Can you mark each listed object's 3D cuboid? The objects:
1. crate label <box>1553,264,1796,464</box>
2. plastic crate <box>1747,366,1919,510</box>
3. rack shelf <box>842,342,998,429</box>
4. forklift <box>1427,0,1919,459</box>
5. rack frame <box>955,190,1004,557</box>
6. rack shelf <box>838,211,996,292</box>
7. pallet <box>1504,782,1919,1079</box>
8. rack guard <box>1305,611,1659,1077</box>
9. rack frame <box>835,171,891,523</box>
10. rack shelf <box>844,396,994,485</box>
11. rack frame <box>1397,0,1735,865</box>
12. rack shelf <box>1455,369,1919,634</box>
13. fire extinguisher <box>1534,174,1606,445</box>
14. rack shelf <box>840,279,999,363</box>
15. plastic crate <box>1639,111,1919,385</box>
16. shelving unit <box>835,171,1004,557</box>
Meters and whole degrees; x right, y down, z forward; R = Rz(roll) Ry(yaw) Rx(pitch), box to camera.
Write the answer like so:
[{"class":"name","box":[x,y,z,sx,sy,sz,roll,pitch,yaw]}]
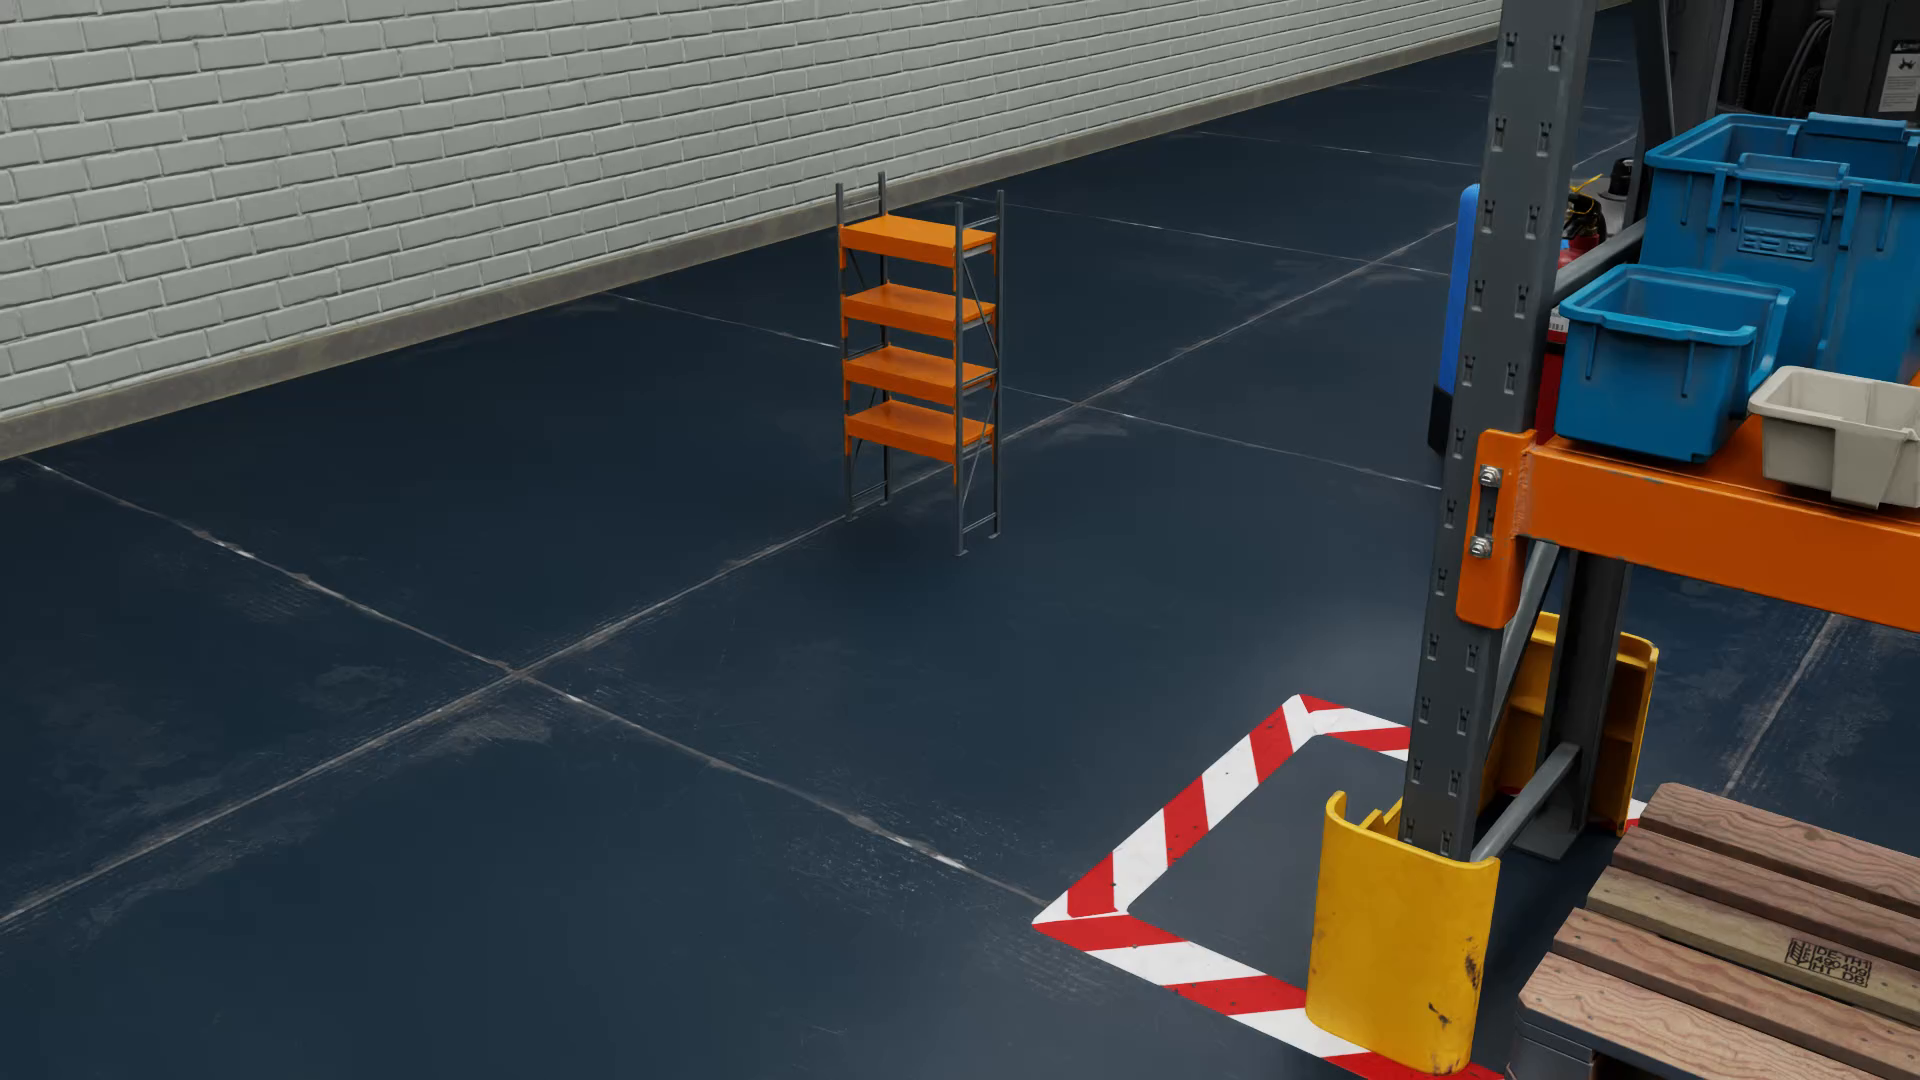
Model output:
[{"class":"crate label","box":[1.215,-0.304,2.853,0.303,0.233,0.416,17,29,33]},{"class":"plastic crate","box":[1.422,-0.156,2.636,0.298,0.136,0.250,17,29,33]},{"class":"rack shelf","box":[-0.132,-0.528,5.626,0.480,0.148,0.258,17,29,33]},{"class":"forklift","box":[3.362,-1.559,5.654,3.031,2.935,1.130,-3,24,-8]},{"class":"rack frame","box":[0.063,-0.530,5.465,0.015,1.200,0.240,17,29,33]},{"class":"rack shelf","box":[-0.132,-0.949,5.440,0.480,0.148,0.258,17,29,33]},{"class":"pallet","box":[1.852,0.969,3.289,1.213,0.211,1.003,17,29,33]},{"class":"rack guard","box":[1.188,0.623,3.716,0.348,0.500,1.175,17,29,33]},{"class":"rack frame","box":[-0.328,-0.648,5.733,0.015,1.200,0.240,17,29,33]},{"class":"rack shelf","box":[-0.132,-0.346,5.706,0.480,0.148,0.258,17,29,33]},{"class":"rack frame","box":[1.215,-0.519,3.208,0.127,3.000,1.000,17,29,33]},{"class":"rack shelf","box":[2.815,0.294,2.256,4.000,0.370,1.077,17,29,33]},{"class":"fire extinguisher","box":[1.367,-0.496,3.715,0.183,0.674,0.296,17,29,33]},{"class":"rack shelf","box":[-0.132,-0.732,5.536,0.480,0.148,0.258,17,29,33]},{"class":"plastic crate","box":[1.595,-0.542,3.142,0.499,0.435,0.616,17,29,33]},{"class":"shelving unit","box":[-0.132,-0.589,5.599,0.503,1.200,0.258,17,29,33]}]
